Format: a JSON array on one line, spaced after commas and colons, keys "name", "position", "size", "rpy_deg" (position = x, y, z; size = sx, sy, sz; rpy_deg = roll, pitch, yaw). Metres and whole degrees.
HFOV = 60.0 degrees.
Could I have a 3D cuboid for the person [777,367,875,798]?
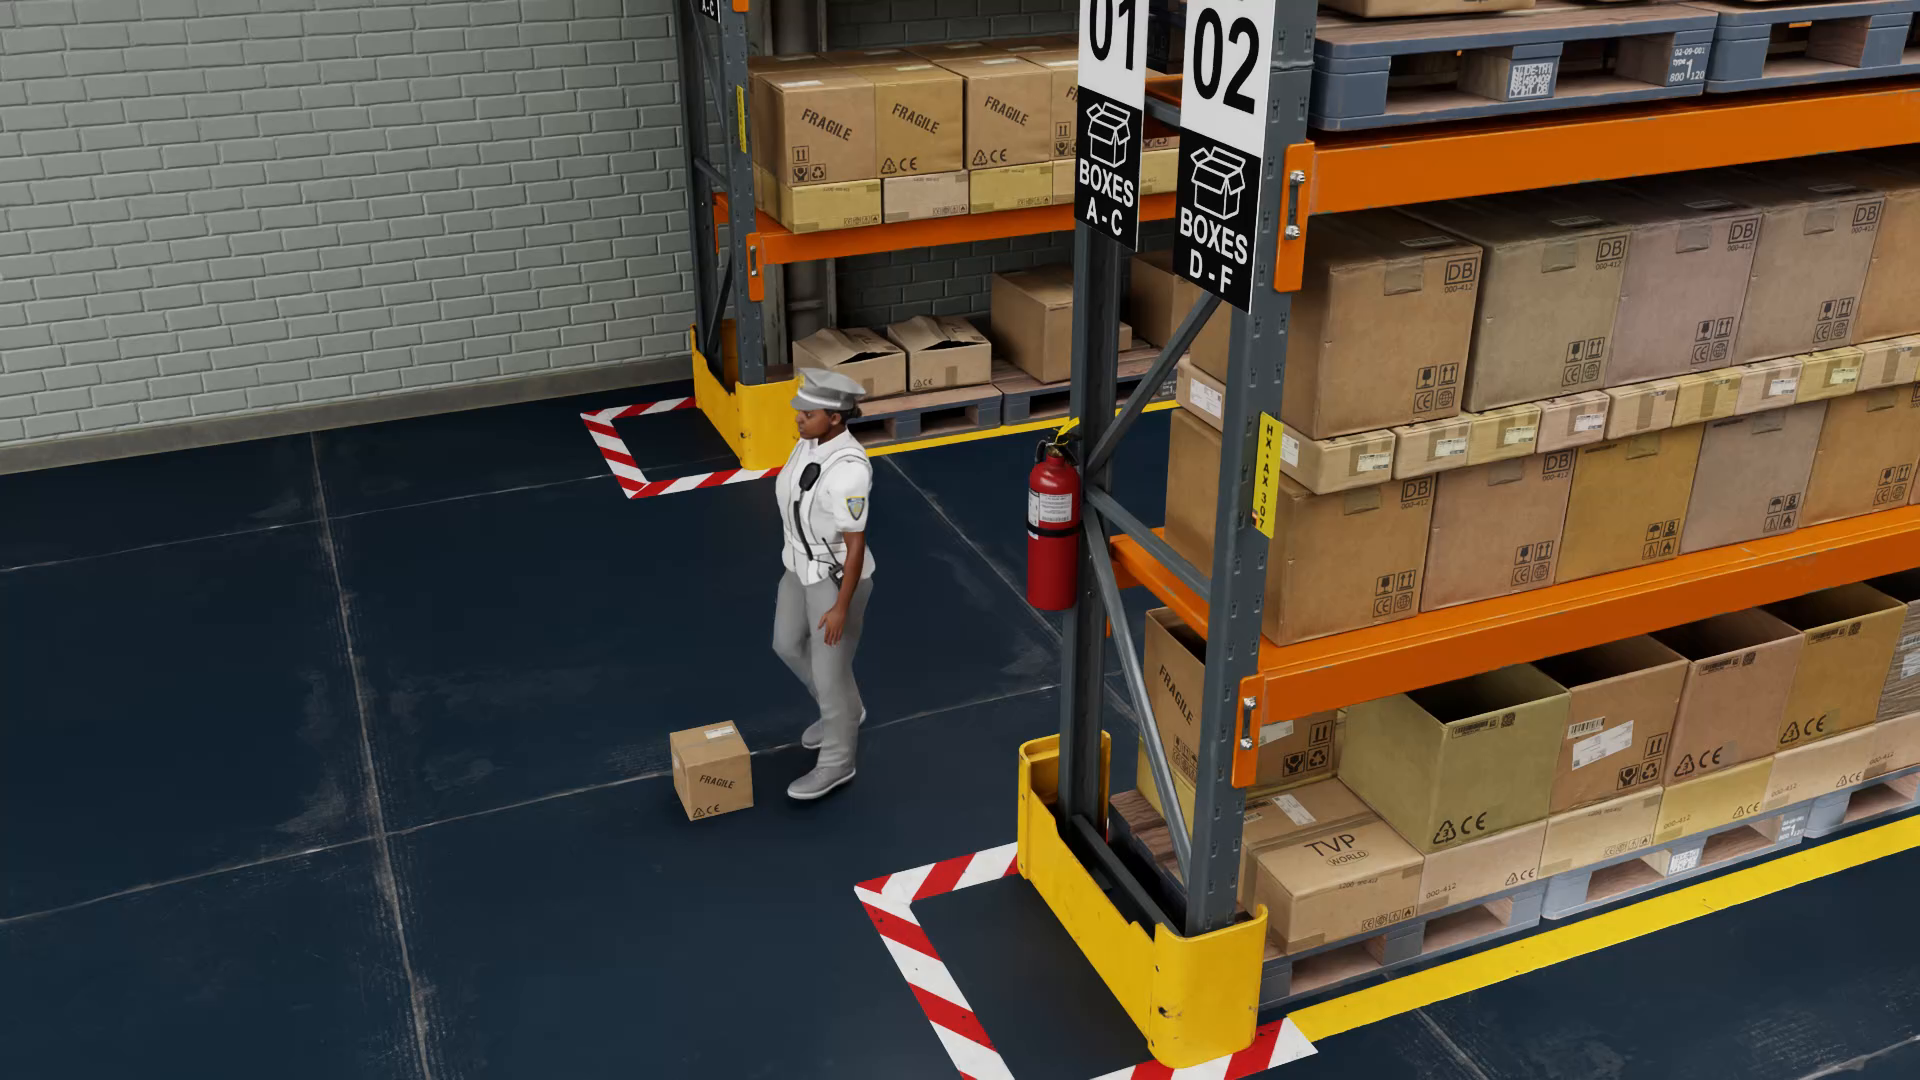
[{"name": "person", "position": [-0.525, 0.170, 6.243], "size": [0.400, 1.741, 0.497], "rpy_deg": [-10, 28, -20]}]
